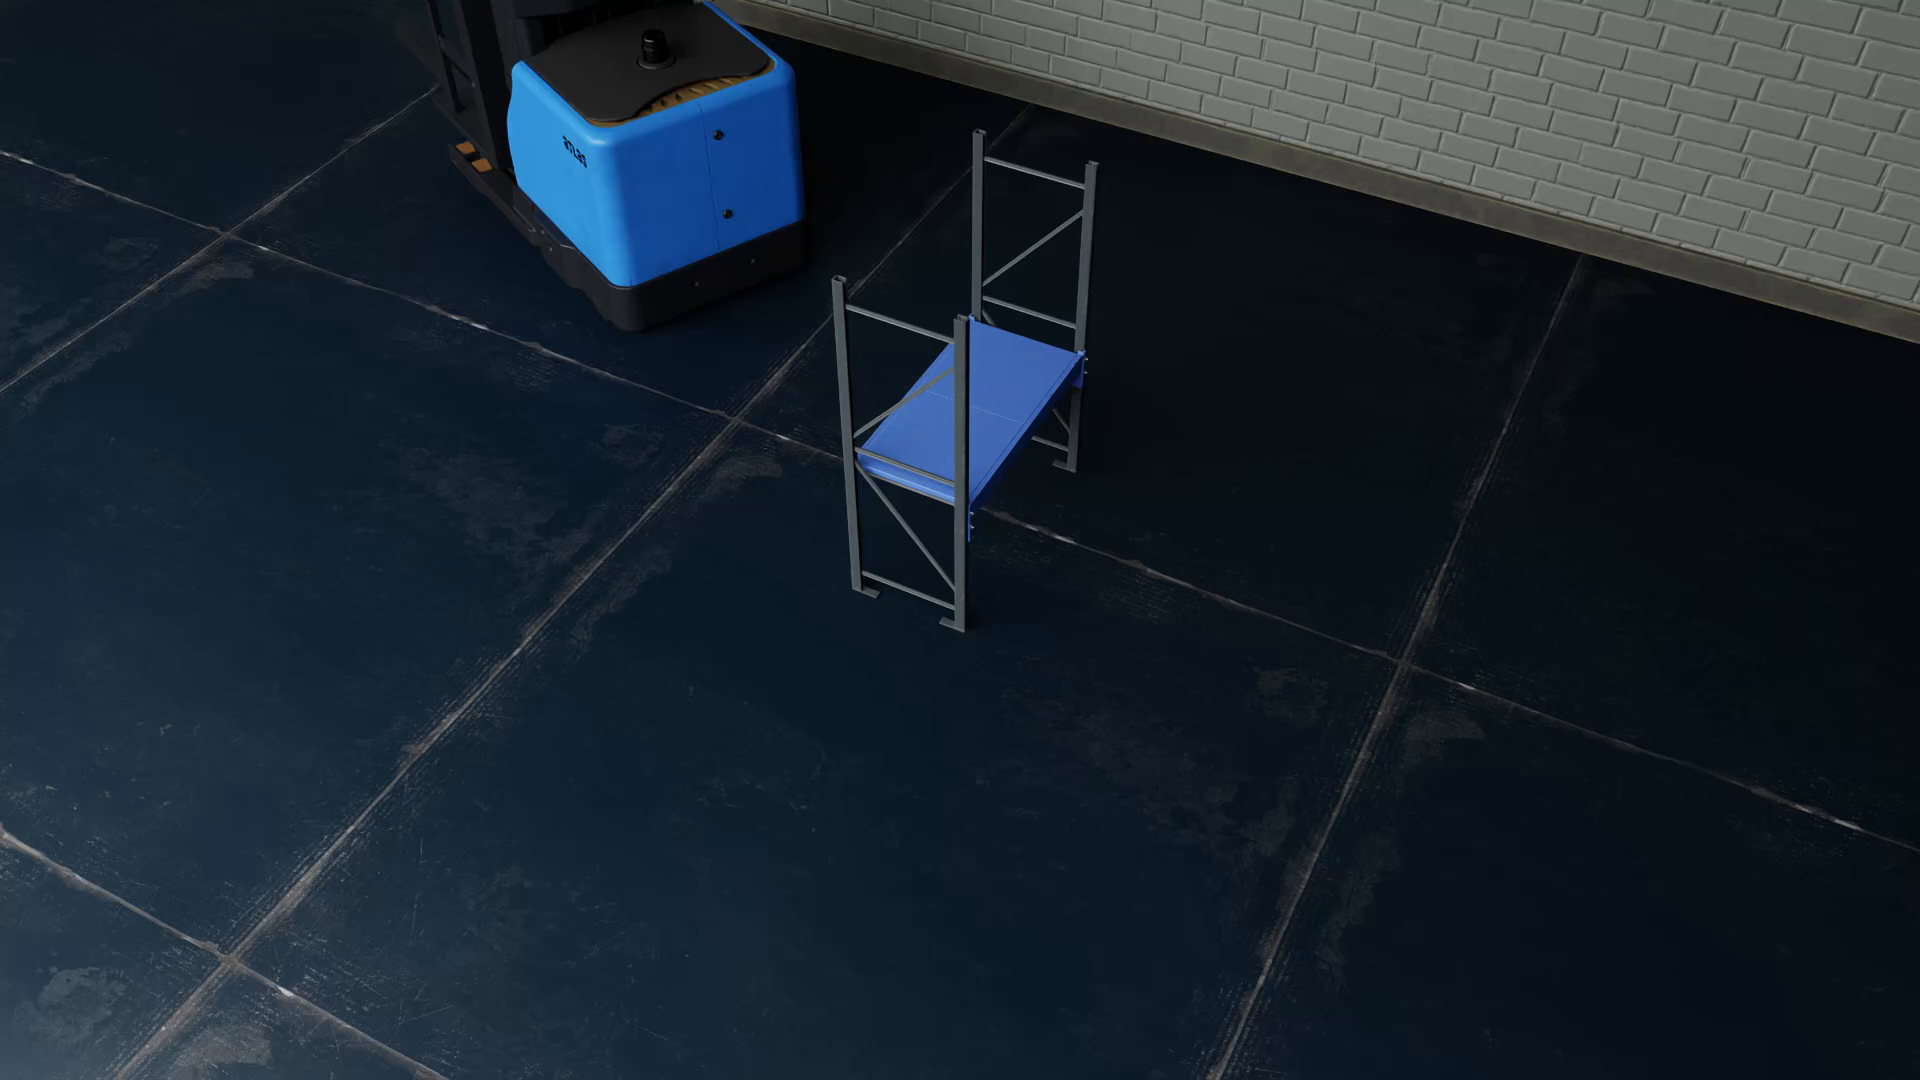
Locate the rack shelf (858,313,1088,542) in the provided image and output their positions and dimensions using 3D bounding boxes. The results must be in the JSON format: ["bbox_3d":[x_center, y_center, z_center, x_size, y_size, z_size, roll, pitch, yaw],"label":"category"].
[{"bbox_3d":[0.040,-0.455,6.398,0.538,0.185,1.000,20,49,19],"label":"rack shelf"}]

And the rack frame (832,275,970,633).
[{"bbox_3d":[-0.196,-0.261,5.953,0.500,1.500,0.032,20,49,19],"label":"rack frame"}]

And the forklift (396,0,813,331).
[{"bbox_3d":[-1.980,-2.994,7.648,1.130,2.935,3.031,-27,51,-24],"label":"forklift"}]

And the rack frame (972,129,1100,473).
[{"bbox_3d":[0.276,-0.901,6.586,0.500,1.500,0.032,20,49,19],"label":"rack frame"}]

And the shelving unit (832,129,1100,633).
[{"bbox_3d":[0.040,-0.581,6.270,0.538,1.500,1.048,20,49,19],"label":"shelving unit"}]
